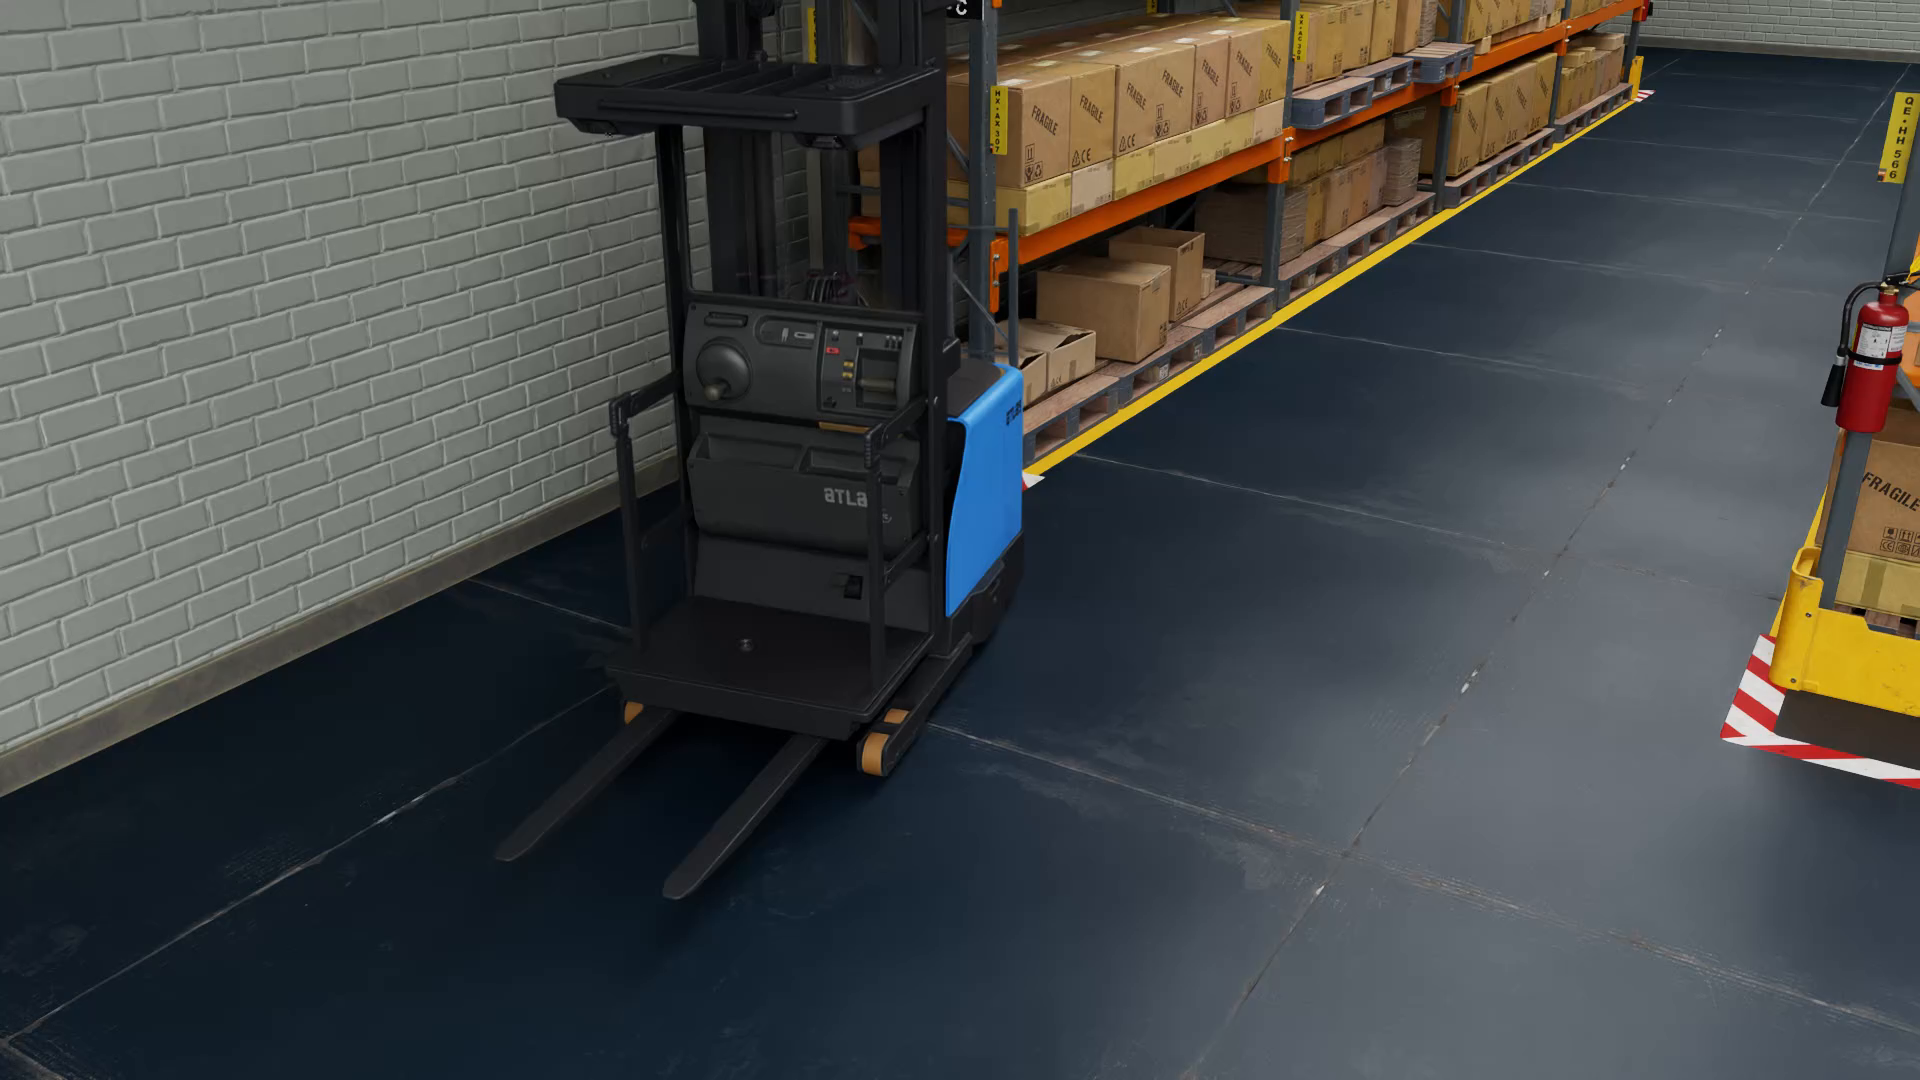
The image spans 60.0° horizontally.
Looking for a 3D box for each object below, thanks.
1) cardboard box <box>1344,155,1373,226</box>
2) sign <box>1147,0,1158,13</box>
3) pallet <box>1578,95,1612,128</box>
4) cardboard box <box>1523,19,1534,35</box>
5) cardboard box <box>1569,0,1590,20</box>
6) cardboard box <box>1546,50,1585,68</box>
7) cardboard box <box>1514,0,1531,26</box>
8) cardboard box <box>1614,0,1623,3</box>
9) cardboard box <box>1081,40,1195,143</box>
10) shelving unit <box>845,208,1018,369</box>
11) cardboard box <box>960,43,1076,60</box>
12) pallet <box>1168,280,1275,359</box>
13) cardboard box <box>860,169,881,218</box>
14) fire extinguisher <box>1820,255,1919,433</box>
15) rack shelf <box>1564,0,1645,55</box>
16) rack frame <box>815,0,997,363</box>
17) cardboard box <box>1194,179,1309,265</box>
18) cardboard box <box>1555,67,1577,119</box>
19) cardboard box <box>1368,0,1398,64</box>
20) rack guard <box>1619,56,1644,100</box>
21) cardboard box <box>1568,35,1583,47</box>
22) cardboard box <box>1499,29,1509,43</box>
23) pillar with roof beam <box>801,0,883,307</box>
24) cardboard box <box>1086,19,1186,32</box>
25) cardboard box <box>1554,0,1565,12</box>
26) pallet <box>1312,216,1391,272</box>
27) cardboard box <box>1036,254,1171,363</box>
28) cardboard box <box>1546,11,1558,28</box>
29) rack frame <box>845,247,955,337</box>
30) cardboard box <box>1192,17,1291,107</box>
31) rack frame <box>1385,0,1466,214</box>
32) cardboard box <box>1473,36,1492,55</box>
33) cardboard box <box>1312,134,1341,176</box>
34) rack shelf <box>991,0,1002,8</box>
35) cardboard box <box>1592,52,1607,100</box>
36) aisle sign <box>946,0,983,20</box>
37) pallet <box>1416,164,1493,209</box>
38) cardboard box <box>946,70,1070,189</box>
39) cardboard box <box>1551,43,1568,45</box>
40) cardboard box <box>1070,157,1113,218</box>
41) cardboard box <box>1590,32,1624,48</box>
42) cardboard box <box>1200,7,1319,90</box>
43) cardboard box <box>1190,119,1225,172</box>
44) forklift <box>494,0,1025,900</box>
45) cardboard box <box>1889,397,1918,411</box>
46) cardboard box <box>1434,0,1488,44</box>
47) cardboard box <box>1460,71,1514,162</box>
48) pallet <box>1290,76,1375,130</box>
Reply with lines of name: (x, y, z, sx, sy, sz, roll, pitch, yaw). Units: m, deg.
cardboard box: (3.001, -2.942, 13.862, 0.700, 0.500, 0.500, 14, 27, 29)
sign: (1.362, -3.760, 11.704, 0.100, 0.325, 0.005, 14, 27, 29)
pallet: (7.165, -5.188, 19.969, 1.003, 0.211, 1.213, 14, 27, 29)
cardboard box: (5.554, -5.196, 16.769, 0.380, 0.149, 0.250, 14, 27, 29)
cardboard box: (6.355, -6.131, 18.260, 0.980, 0.700, 0.700, 14, 27, 30)
cardboard box: (6.872, -5.466, 18.901, 0.380, 0.149, 0.250, 15, 28, 31)
cardboard box: (5.234, -5.285, 16.158, 0.500, 0.500, 0.500, 15, 27, 30)
cardboard box: (7.530, -6.880, 19.989, 0.980, 0.700, 0.700, 14, 27, 29)
cardboard box: (1.042, -2.661, 9.841, 0.500, 0.500, 0.500, 15, 27, 31)
shelving unit: (-0.102, -0.780, 8.117, 0.538, 1.500, 1.048, 7, 24, 17)
cardboard box: (0.336, -2.595, 9.689, 0.500, 0.500, 0.500, 13, 27, 28)
pallet: (1.511, -1.600, 11.681, 1.003, 0.211, 1.213, 14, 27, 29)
cardboard box: (-0.193, -1.903, 9.033, 0.500, 0.250, 0.500, 14, 27, 30)
fire extinguisher: (3.479, -0.749, 6.302, 0.296, 0.674, 0.183, 14, 27, 29)
rack shelf: (7.110, -6.159, 19.607, 1.077, 0.370, 4.000, 14, 27, 29)
rack frame: (-0.275, -1.764, 8.549, 1.000, 3.000, 0.127, 14, 27, 29)
cardboard box: (2.209, -2.421, 12.659, 0.700, 0.500, 0.500, 15, 28, 31)
cardboard box: (6.537, -5.091, 18.851, 0.700, 0.500, 0.500, 14, 27, 30)
cardboard box: (3.067, -4.126, 13.326, 0.700, 0.500, 0.500, 14, 27, 29)
rack guard: (8.178, -6.025, 21.539, 1.175, 0.500, 0.348, 14, 27, 29)
cardboard box: (7.378, -6.079, 20.318, 0.380, 0.149, 0.250, 14, 27, 29)
cardboard box: (5.115, -4.941, 16.178, 0.380, 0.149, 0.250, 14, 27, 29)
pillar with roof beam: (3.017, -4.032, 6.238, 9.100, 9.000, 0.400, 14, 27, 29)
cardboard box: (1.134, -3.110, 10.878, 0.500, 0.500, 0.500, 14, 27, 29)
cardboard box: (6.026, -5.797, 17.340, 0.500, 0.500, 0.500, 13, 27, 28)
pallet: (2.887, -2.511, 13.784, 1.003, 0.211, 1.213, 14, 27, 29)
cardboard box: (0.897, -1.463, 10.446, 0.700, 0.500, 0.500, 12, 26, 26)
cardboard box: (6.004, -5.444, 17.342, 0.380, 0.149, 0.250, 14, 27, 30)
rack frame: (-0.261, -0.592, 7.672, 0.500, 1.500, 0.032, 7, 24, 17)
cardboard box: (1.848, -3.174, 11.026, 0.500, 0.500, 0.500, 14, 27, 29)
rack frame: (3.945, -4.464, 14.786, 1.000, 3.000, 0.127, 14, 27, 29)
cardboard box: (4.668, -4.576, 15.335, 0.380, 0.149, 0.250, 15, 27, 31)
cardboard box: (2.710, -3.091, 13.262, 0.500, 0.250, 0.500, 13, 27, 27)
rack shelf: (0.780, -3.485, 9.655, 1.077, 0.370, 4.000, 14, 27, 29)
cardboard box: (7.352, -5.614, 20.060, 0.700, 0.500, 0.500, 13, 27, 27)
aisle sign: (-0.058, -2.870, 7.831, 0.394, 0.787, 0.004, 14, 27, 29)
pallet: (4.425, -3.435, 15.918, 1.003, 0.211, 1.213, 14, 27, 29)
cardboard box: (0.232, -2.147, 8.653, 0.500, 0.500, 0.500, 14, 27, 29)
cardboard box: (6.976, -5.821, 19.721, 0.380, 0.149, 0.250, 13, 27, 28)
cardboard box: (0.514, -1.981, 9.213, 0.500, 0.250, 0.500, 13, 27, 27)
cardboard box: (7.968, -6.169, 20.525, 0.380, 0.149, 0.250, 14, 27, 28)
cardboard box: (2.132, -3.526, 11.941, 0.700, 0.500, 0.500, 14, 27, 29)
cardboard box: (1.321, -2.492, 10.393, 0.500, 0.250, 0.500, 14, 27, 29)
forklift: (-0.677, -0.644, 6.048, 1.130, 2.935, 3.031, 8, 25, 18)
cardboard box: (4.481, -0.586, 7.817, 0.500, 0.500, 0.500, 14, 27, 29)
cardboard box: (4.419, -4.766, 14.958, 0.500, 0.500, 0.500, 15, 27, 30)
cardboard box: (4.912, -4.185, 16.320, 0.750, 0.750, 0.750, 14, 27, 29)
pallet: (2.362, -3.253, 12.231, 1.003, 0.211, 1.213, 14, 27, 29)
